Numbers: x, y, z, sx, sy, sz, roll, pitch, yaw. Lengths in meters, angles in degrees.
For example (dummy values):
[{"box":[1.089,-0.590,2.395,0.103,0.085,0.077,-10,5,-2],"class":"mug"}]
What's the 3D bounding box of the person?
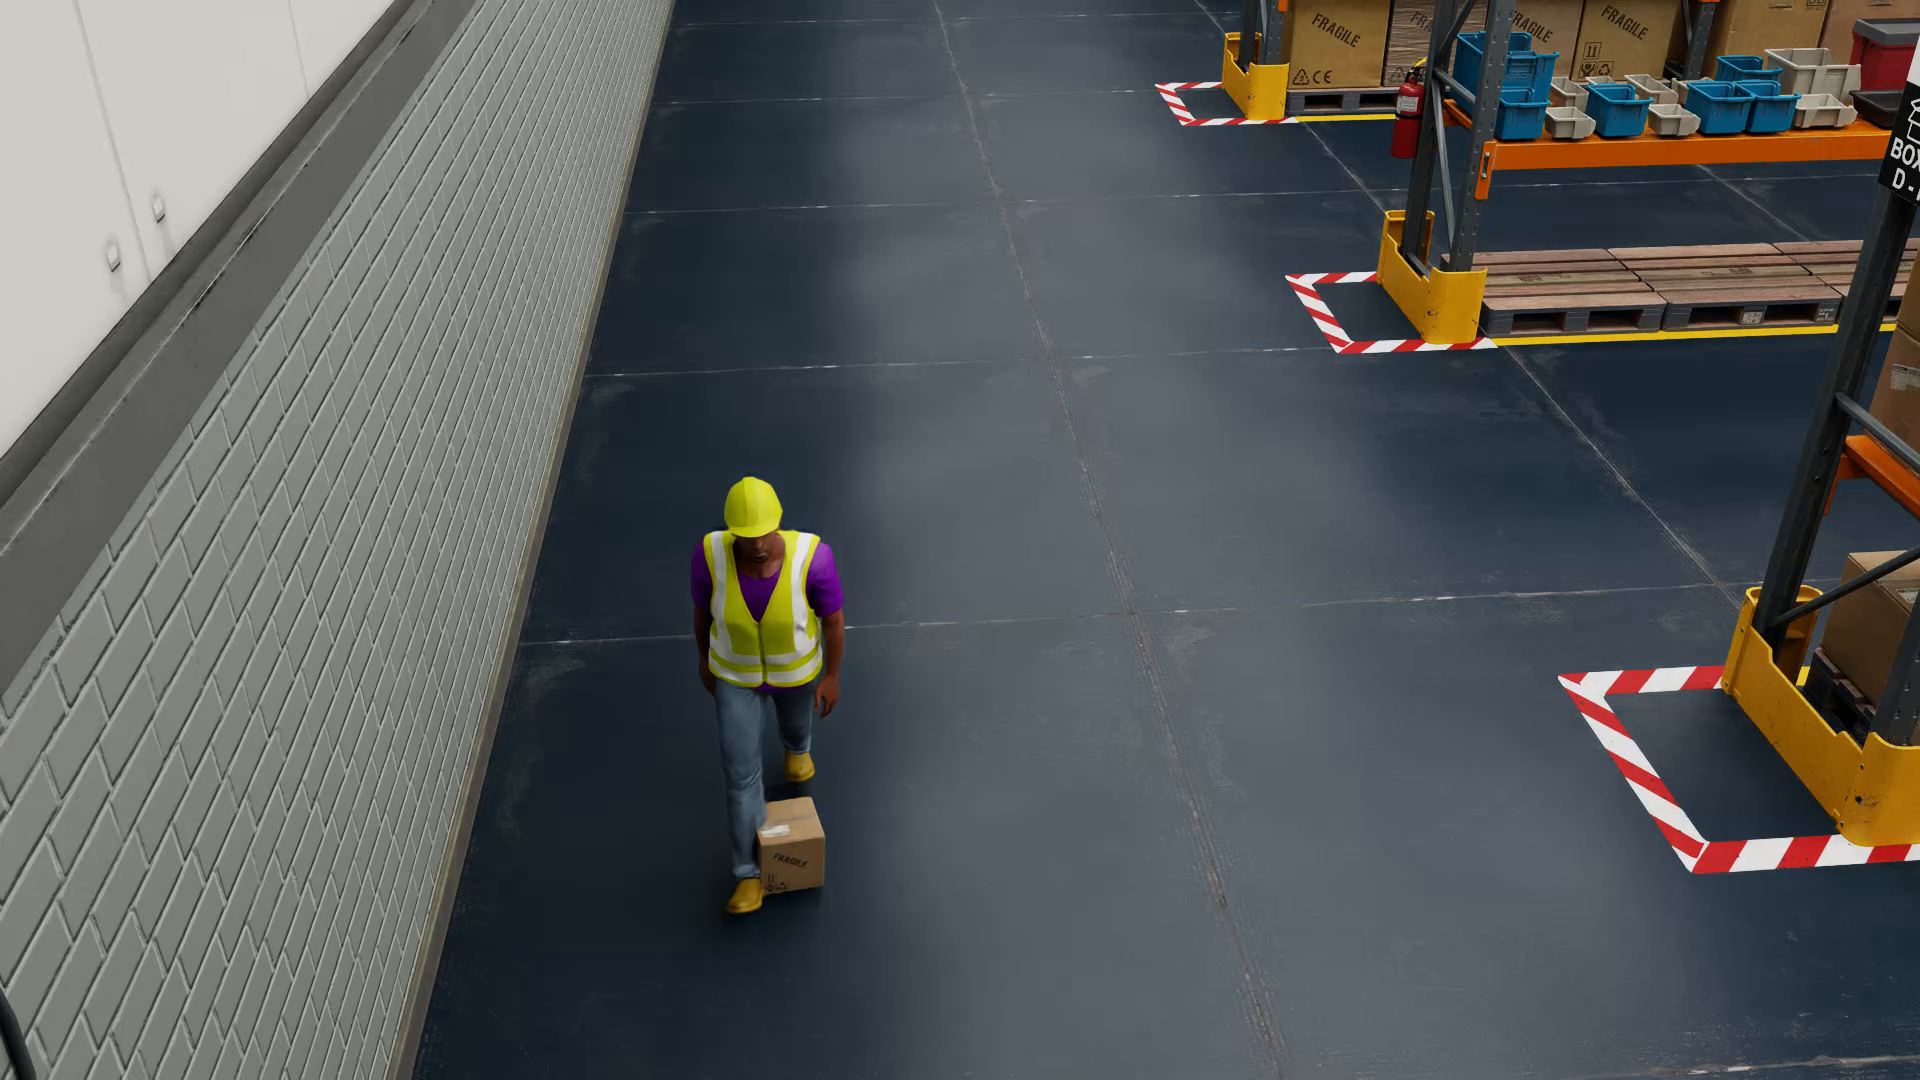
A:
[{"box":[-0.715,0.485,6.311,0.570,1.697,1.134,-3,31,-5],"class":"person"}]
